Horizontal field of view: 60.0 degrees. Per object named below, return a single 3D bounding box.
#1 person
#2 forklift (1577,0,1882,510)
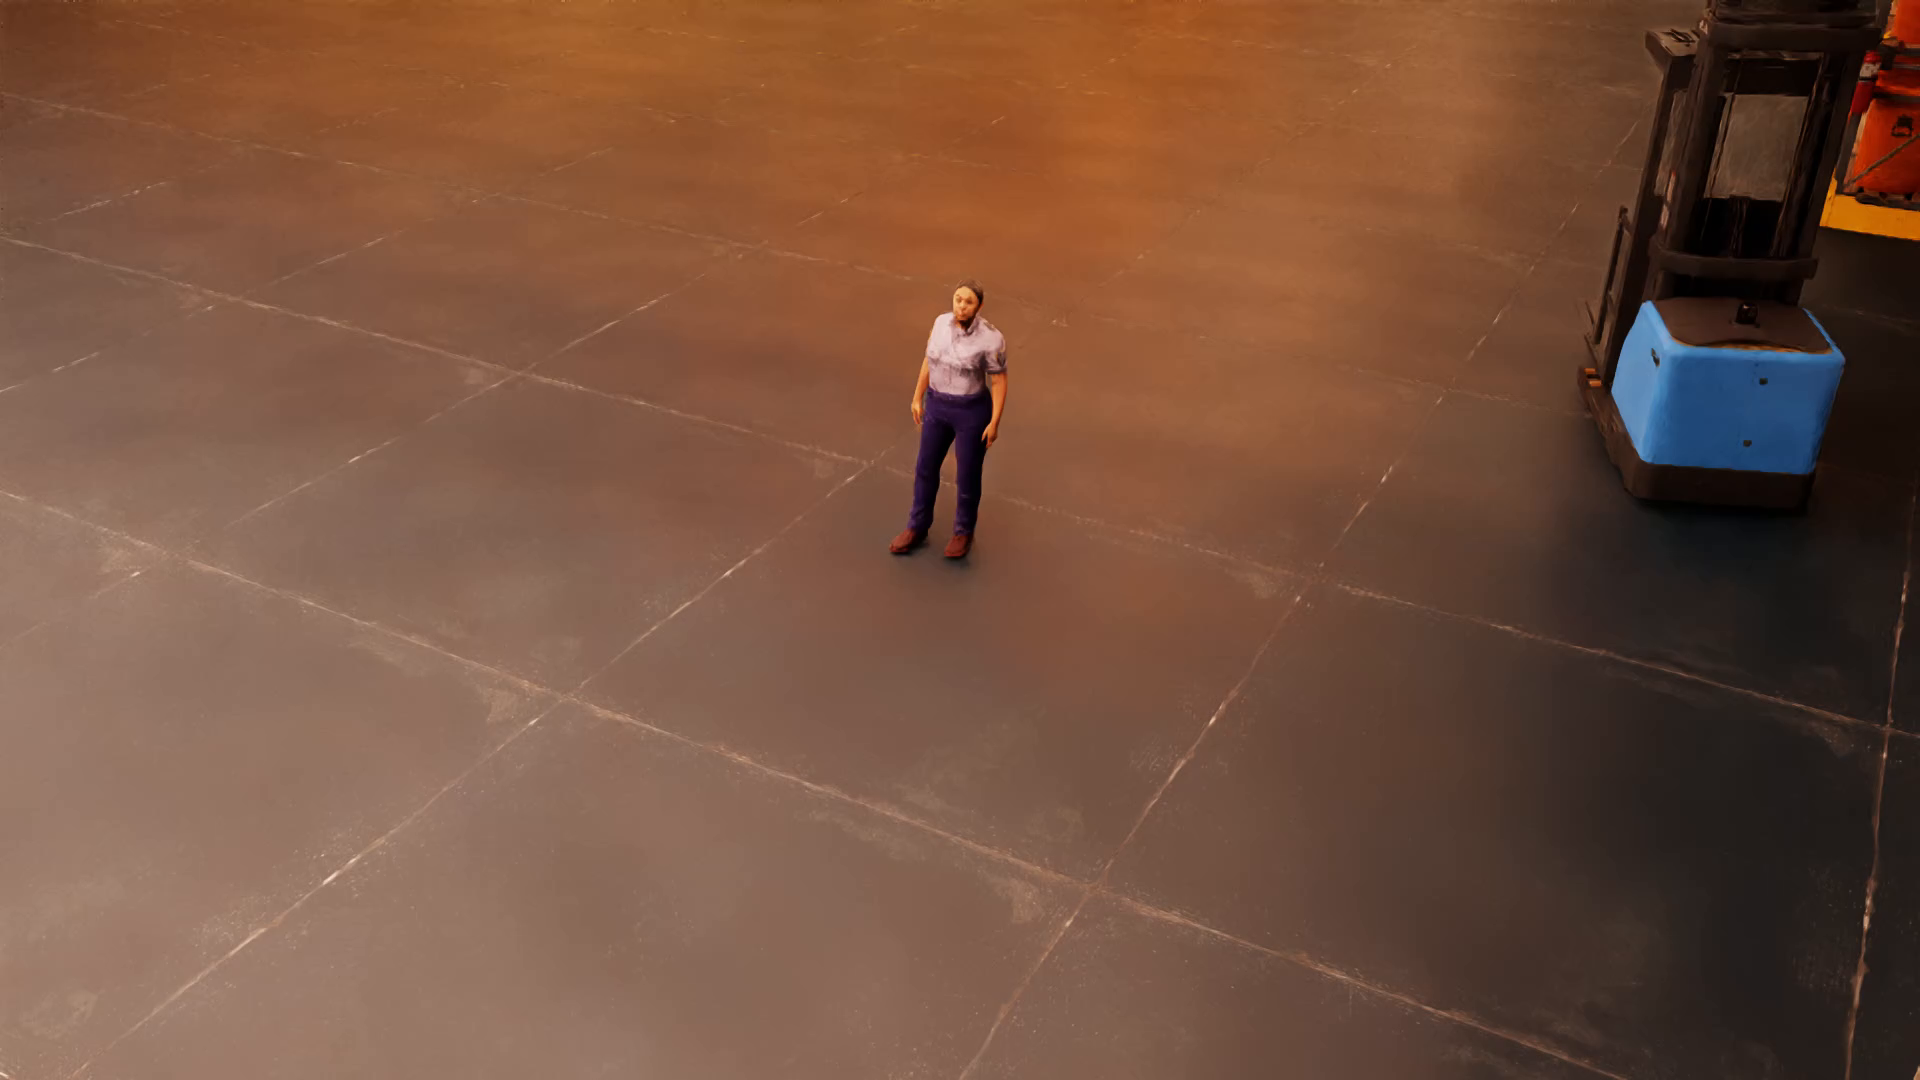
[{"bbox_3d":[-0.063,-0.686,9.529,0.599,1.650,0.502,15,33,25],"label":"person"},{"bbox_3d":[4.918,-2.171,10.832,1.130,2.935,3.031,4,30,8],"label":"forklift"}]
